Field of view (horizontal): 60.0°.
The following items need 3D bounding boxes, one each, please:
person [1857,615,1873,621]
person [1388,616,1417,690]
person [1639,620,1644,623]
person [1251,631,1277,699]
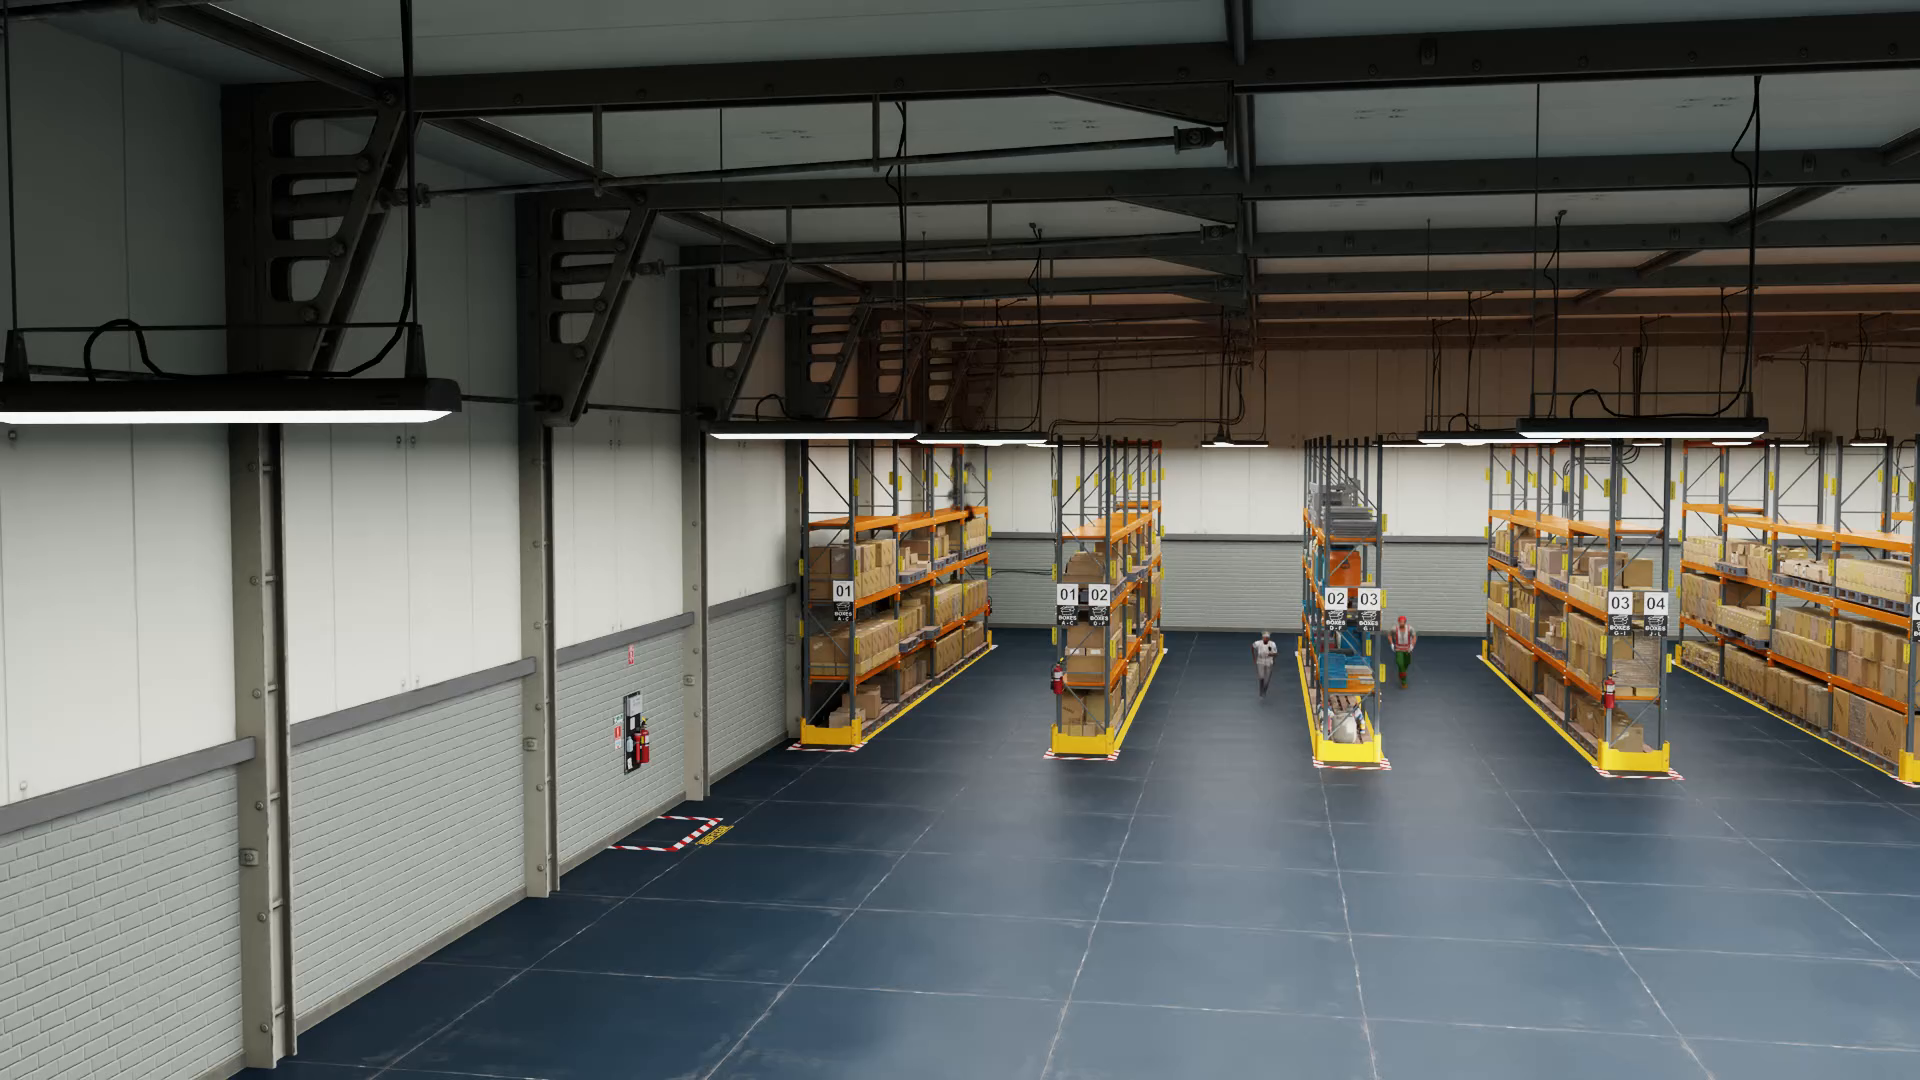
[{"bbox_3d":[24.413,2.477,45.015,0.498,1.635,0.589,1,3,23],"label":"person"},{"bbox_3d":[10.677,2.688,40.168,0.659,1.773,1.054,0,3,7],"label":"person"},{"bbox_3d":[17.212,2.655,41.803,0.746,1.717,1.044,1,3,13],"label":"person"},{"bbox_3d":[6.940,2.858,37.918,0.561,1.608,0.797,0,3,4],"label":"person"}]
